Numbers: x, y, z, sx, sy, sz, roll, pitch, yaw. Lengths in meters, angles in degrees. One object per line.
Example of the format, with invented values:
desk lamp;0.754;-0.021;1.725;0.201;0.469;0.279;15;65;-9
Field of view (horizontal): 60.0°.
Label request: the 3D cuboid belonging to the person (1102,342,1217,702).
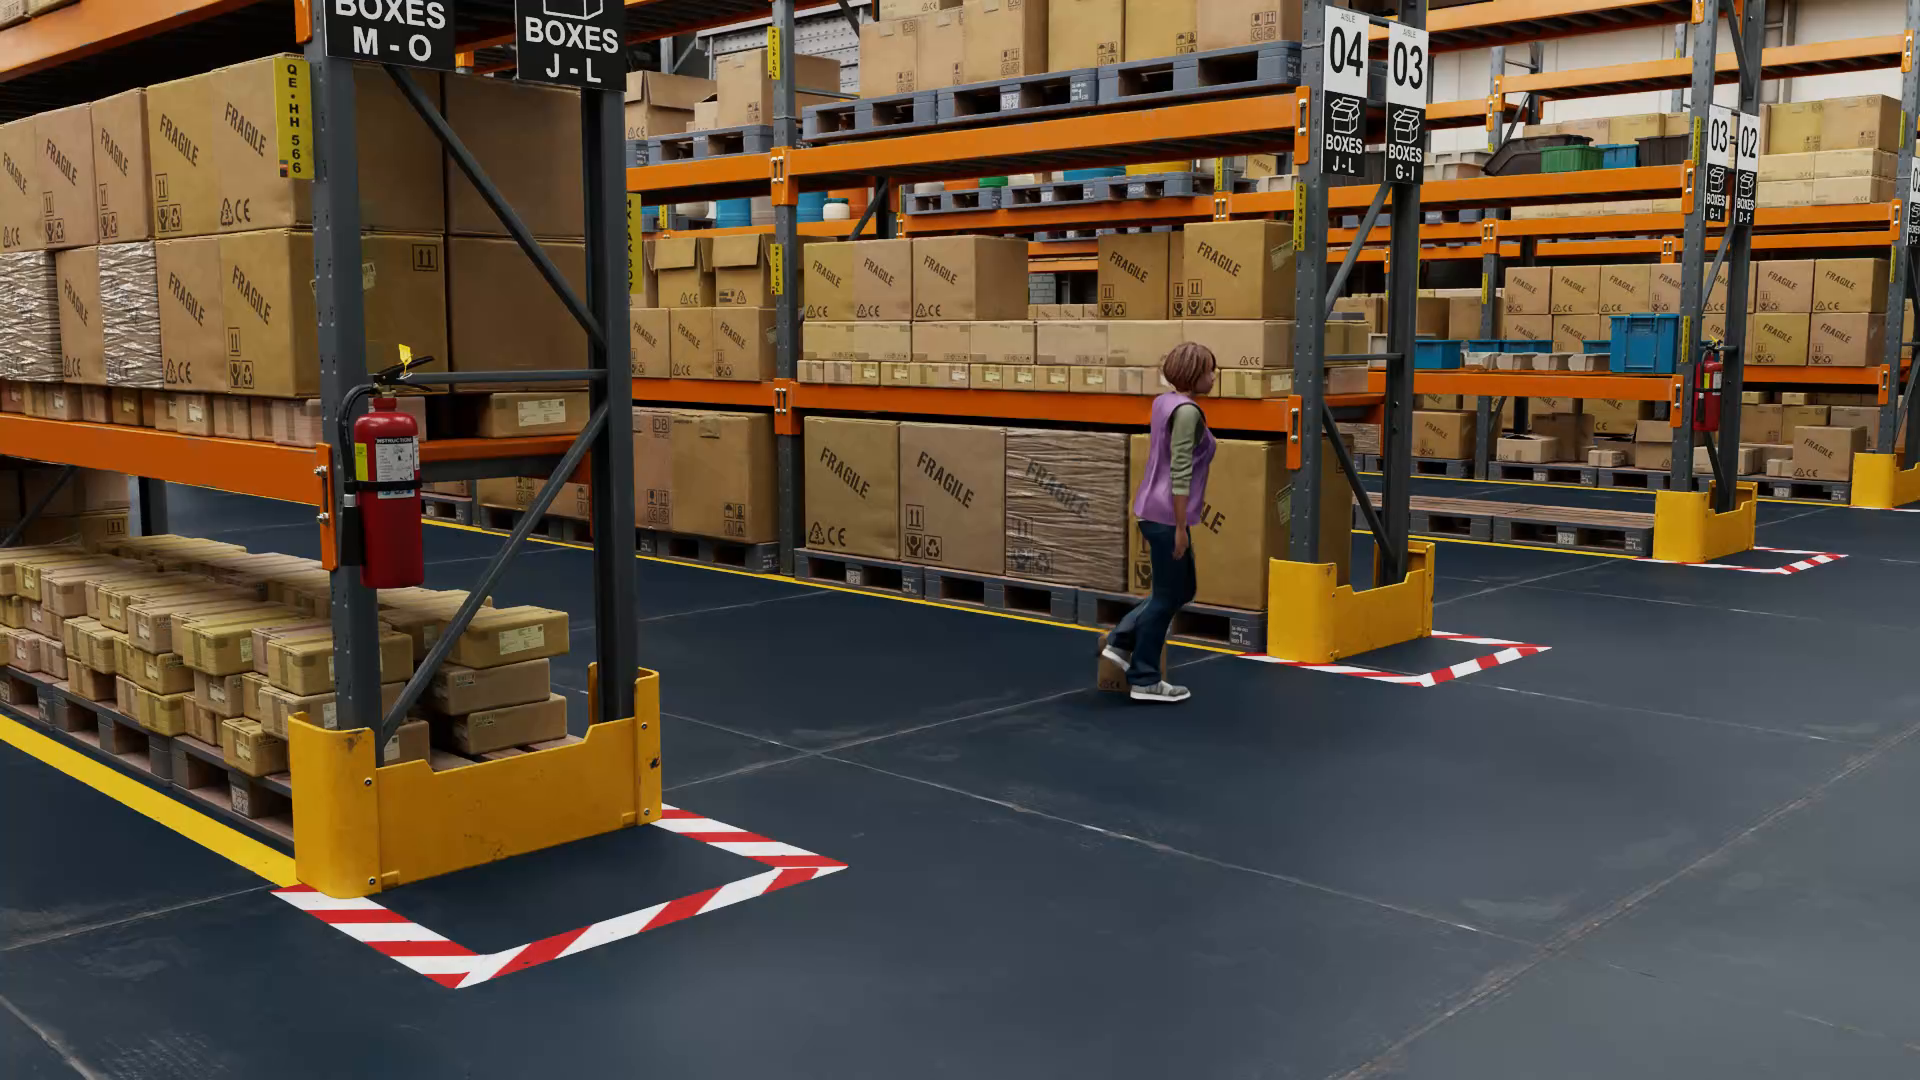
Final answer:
person;0.874;-0.072;7.316;0.463;1.589;0.468;-1;7;-5
